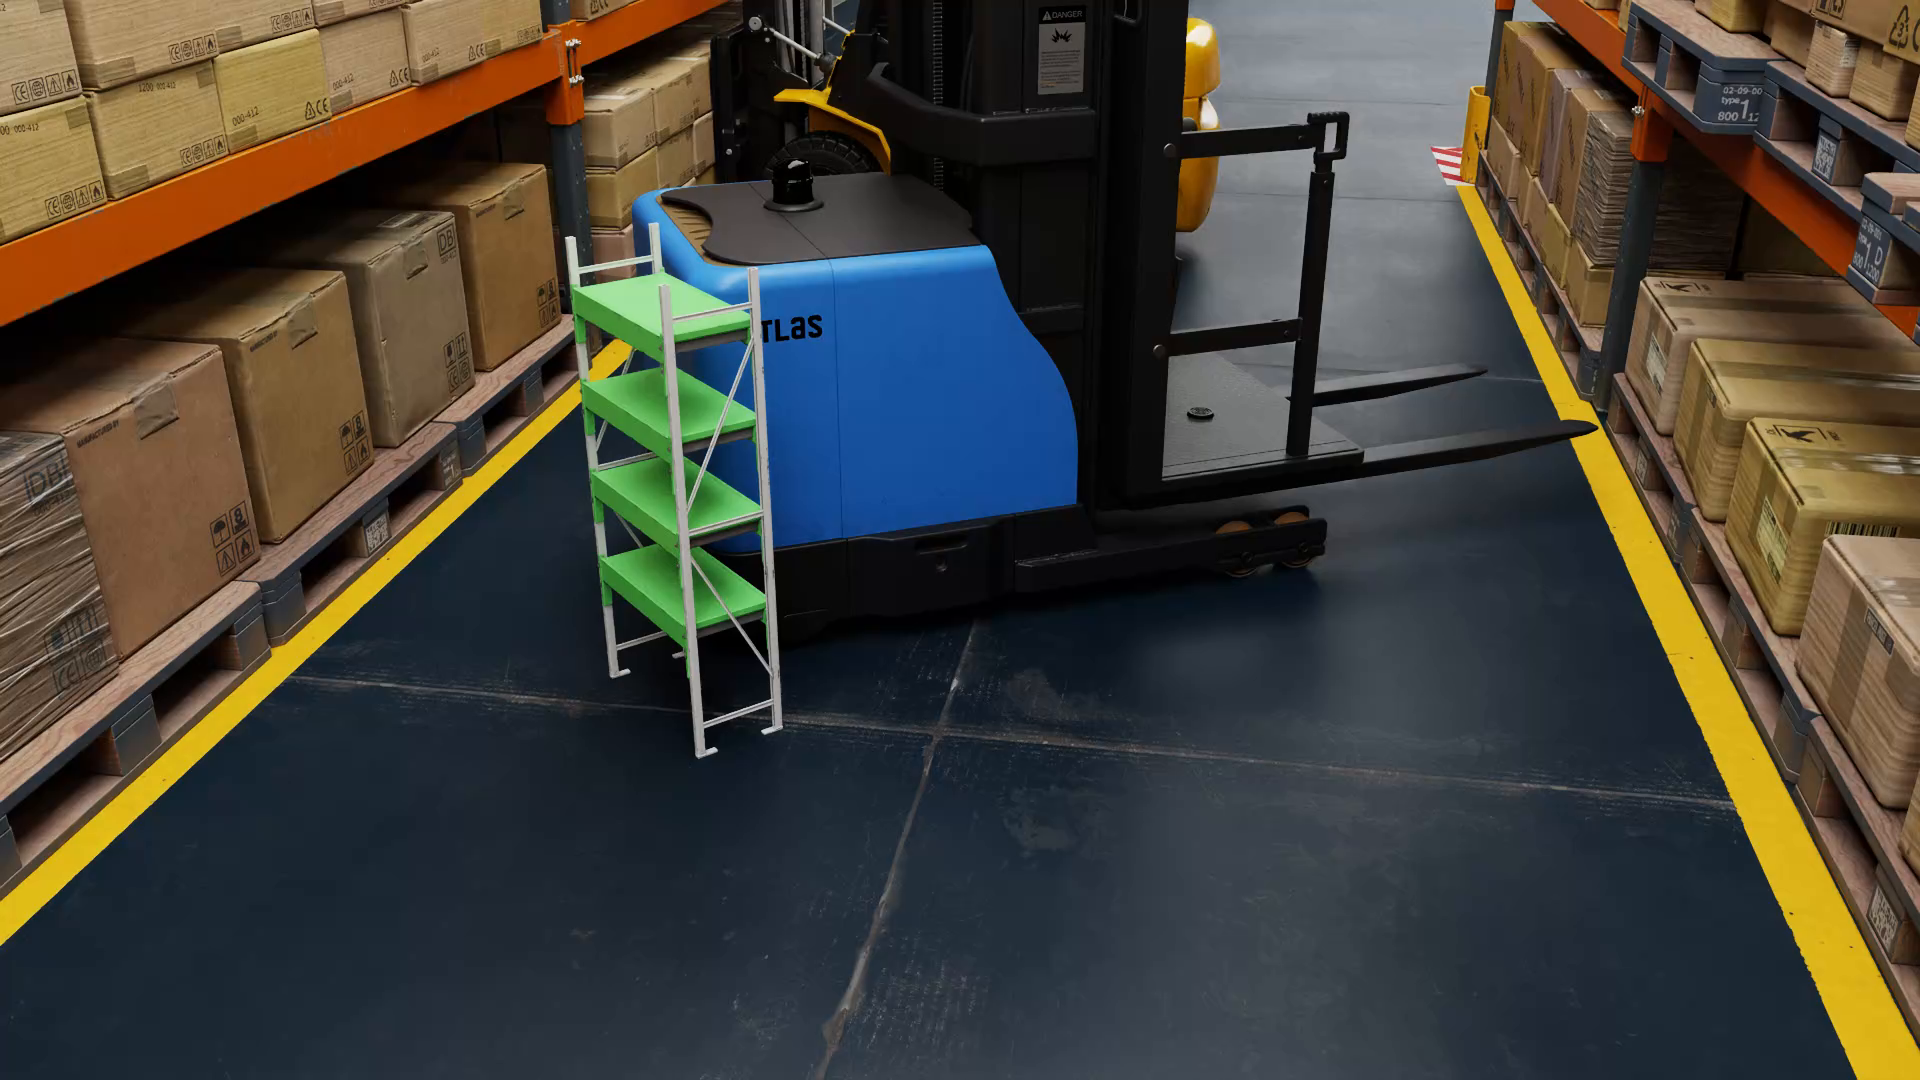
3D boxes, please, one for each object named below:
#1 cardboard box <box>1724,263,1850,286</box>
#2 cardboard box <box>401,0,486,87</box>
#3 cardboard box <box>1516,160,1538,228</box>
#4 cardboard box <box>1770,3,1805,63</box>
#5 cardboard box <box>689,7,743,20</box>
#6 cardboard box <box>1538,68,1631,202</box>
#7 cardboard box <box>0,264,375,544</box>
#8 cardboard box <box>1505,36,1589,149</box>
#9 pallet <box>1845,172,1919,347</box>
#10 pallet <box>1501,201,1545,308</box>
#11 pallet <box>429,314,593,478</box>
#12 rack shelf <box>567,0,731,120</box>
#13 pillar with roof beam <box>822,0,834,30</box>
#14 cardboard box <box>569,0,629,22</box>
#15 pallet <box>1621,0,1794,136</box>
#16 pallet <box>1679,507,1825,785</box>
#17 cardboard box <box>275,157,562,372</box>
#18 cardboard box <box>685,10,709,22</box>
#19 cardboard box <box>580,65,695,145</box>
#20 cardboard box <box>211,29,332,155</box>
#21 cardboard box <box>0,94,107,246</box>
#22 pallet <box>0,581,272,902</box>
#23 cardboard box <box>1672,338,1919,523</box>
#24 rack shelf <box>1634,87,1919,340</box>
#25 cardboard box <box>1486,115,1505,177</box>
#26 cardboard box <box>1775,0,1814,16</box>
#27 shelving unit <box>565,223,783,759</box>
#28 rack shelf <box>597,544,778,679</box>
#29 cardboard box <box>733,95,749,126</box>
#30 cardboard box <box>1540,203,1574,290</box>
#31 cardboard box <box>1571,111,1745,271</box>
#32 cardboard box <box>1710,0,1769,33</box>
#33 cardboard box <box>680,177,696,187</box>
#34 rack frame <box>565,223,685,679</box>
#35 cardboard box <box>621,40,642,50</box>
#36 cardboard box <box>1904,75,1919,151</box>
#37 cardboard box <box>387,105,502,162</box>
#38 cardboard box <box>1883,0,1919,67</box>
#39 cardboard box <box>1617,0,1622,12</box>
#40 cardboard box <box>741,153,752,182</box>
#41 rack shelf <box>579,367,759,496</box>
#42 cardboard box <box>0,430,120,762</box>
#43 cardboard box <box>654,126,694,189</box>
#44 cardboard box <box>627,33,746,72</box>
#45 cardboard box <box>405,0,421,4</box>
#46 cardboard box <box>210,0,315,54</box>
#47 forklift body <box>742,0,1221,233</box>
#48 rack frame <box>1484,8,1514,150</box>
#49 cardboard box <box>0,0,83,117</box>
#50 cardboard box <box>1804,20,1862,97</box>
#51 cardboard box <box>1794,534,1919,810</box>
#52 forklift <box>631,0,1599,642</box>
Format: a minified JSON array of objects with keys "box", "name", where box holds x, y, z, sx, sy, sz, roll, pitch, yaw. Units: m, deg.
[{"box":[3.264,-0.995,6.585,0.500,0.250,0.500,3,25,6],"name":"cardboard box"},{"box":[-1.897,-1.657,5.428,0.500,0.250,0.500,4,25,8],"name":"cardboard box"},{"box":[2.983,-1.679,8.048,0.500,0.250,0.500,6,26,12],"name":"cardboard box"},{"box":[2.396,-1.357,4.411,0.380,0.149,0.250,4,25,9],"name":"cardboard box"},{"box":[-1.188,-2.807,9.277,0.500,0.250,0.500,4,25,9],"name":"cardboard box"},{"box":[2.897,-1.799,7.418,0.500,0.500,0.500,5,26,11],"name":"cardboard box"},{"box":[-2.326,-0.421,4.918,0.875,0.625,0.625,3,25,6],"name":"cardboard box"},{"box":[3.066,-2.232,8.344,0.500,0.500,0.500,3,25,7],"name":"cardboard box"},{"box":[2.259,-0.367,2.723,1.213,0.211,1.003,4,25,9],"name":"pallet"},{"box":[3.173,-1.354,7.894,1.003,0.211,1.213,4,25,9],"name":"pallet"},{"box":[-2.078,-0.590,6.262,1.003,0.211,1.213,4,25,9],"name":"pallet"},{"box":[-1.669,-2.675,8.275,1.077,0.370,4.000,4,25,9],"name":"rack shelf"},{"box":[2.882,-8.537,12.873,9.100,9.000,0.400,4,25,9],"name":"pillar with roof beam"},{"box":[-1.666,-2.377,6.672,0.500,0.500,0.500,3,25,7],"name":"cardboard box"},{"box":[2.633,-1.425,4.983,1.003,0.211,1.213,4,25,9],"name":"pallet"},{"box":[2.578,0.279,4.406,1.003,0.211,1.213,4,25,9],"name":"pallet"},{"box":[-2.070,-1.060,6.282,0.875,0.625,0.625,5,26,11],"name":"cardboard box"},{"box":[-1.686,-2.838,9.343,0.500,0.250,0.500,4,25,9],"name":"cardboard box"},{"box":[-1.514,-1.956,7.458,0.500,0.250,0.500,4,25,9],"name":"cardboard box"},{"box":[-2.086,-1.235,4.527,0.500,0.250,0.500,5,26,10],"name":"cardboard box"},{"box":[-2.249,-0.802,3.602,0.500,0.250,0.500,3,25,7],"name":"cardboard box"},{"box":[-2.477,0.430,4.082,1.003,0.211,1.213,4,25,9],"name":"pallet"},{"box":[2.704,-0.301,4.960,0.950,0.372,0.625,6,26,12],"name":"cardboard box"},{"box":[2.574,-0.660,3.969,1.077,0.370,4.000,4,25,9],"name":"rack shelf"},{"box":[3.150,-2.121,8.992,0.500,0.250,0.500,4,25,8],"name":"cardboard box"},{"box":[2.366,-1.601,4.167,0.500,0.500,0.500,4,25,8],"name":"cardboard box"},{"box":[-0.695,-0.120,4.091,0.258,1.200,0.503,-17,30,-32],"name":"shelving unit"},{"box":[-0.695,0.155,4.220,0.258,0.148,0.480,-17,30,-32],"name":"rack shelf"},{"box":[-1.355,-2.148,8.459,0.500,0.250,0.500,4,25,8],"name":"cardboard box"},{"box":[2.810,-1.256,7.143,0.500,0.250,0.500,3,25,7],"name":"cardboard box"},{"box":[2.733,-1.372,6.507,0.500,0.500,0.500,4,25,8],"name":"cardboard box"},{"box":[2.450,-1.585,4.899,0.380,0.149,0.250,5,25,10],"name":"cardboard box"},{"box":[-1.523,-1.502,7.668,0.500,0.250,0.500,3,25,7],"name":"cardboard box"},{"box":[-0.839,-0.204,4.270,0.240,1.200,0.015,-17,30,-32],"name":"rack frame"},{"box":[-1.869,-2.416,8.441,0.500,0.250,0.500,4,25,8],"name":"cardboard box"},{"box":[2.119,-0.825,3.276,0.380,0.149,0.250,4,25,9],"name":"cardboard box"},{"box":[-2.107,-1.781,7.086,0.500,0.250,0.500,5,25,10],"name":"cardboard box"},{"box":[2.203,-1.157,3.219,0.500,0.500,0.500,2,25,5],"name":"cardboard box"},{"box":[2.861,-2.175,6.655,0.380,0.149,0.250,4,25,8],"name":"cardboard box"},{"box":[-1.352,-1.929,8.581,0.500,0.250,0.500,5,26,10],"name":"cardboard box"},{"box":[-0.695,-0.280,4.017,0.258,0.148,0.480,-17,30,-32],"name":"rack shelf"},{"box":[-2.535,0.134,3.731,0.875,0.625,0.625,5,26,10],"name":"cardboard box"},{"box":[-1.532,-1.727,7.560,0.500,0.250,0.500,4,25,8],"name":"cardboard box"},{"box":[-1.351,-2.384,8.373,0.500,0.250,0.500,4,25,7],"name":"cardboard box"},{"box":[-1.901,-1.884,5.324,0.500,0.250,0.500,3,25,7],"name":"cardboard box"},{"box":[-2.092,-1.461,4.420,0.500,0.250,0.500,4,25,9],"name":"cardboard box"},{"box":[0.147,-2.533,8.125,2.313,2.155,1.214,4,25,9],"name":"forklift body"},{"box":[3.555,-3.495,9.178,1.000,3.000,0.127,4,25,9],"name":"rack frame"},{"box":[-2.253,-1.028,3.495,0.500,0.250,0.500,5,26,10],"name":"cardboard box"},{"box":[2.259,-1.146,3.961,0.380,0.149,0.250,5,26,11],"name":"cardboard box"},{"box":[2.462,0.306,3.662,0.950,0.372,0.625,4,25,8],"name":"cardboard box"},{"box":[0.587,-1.416,4.818,3.031,2.935,1.130,-9,26,-18],"name":"forklift"}]
